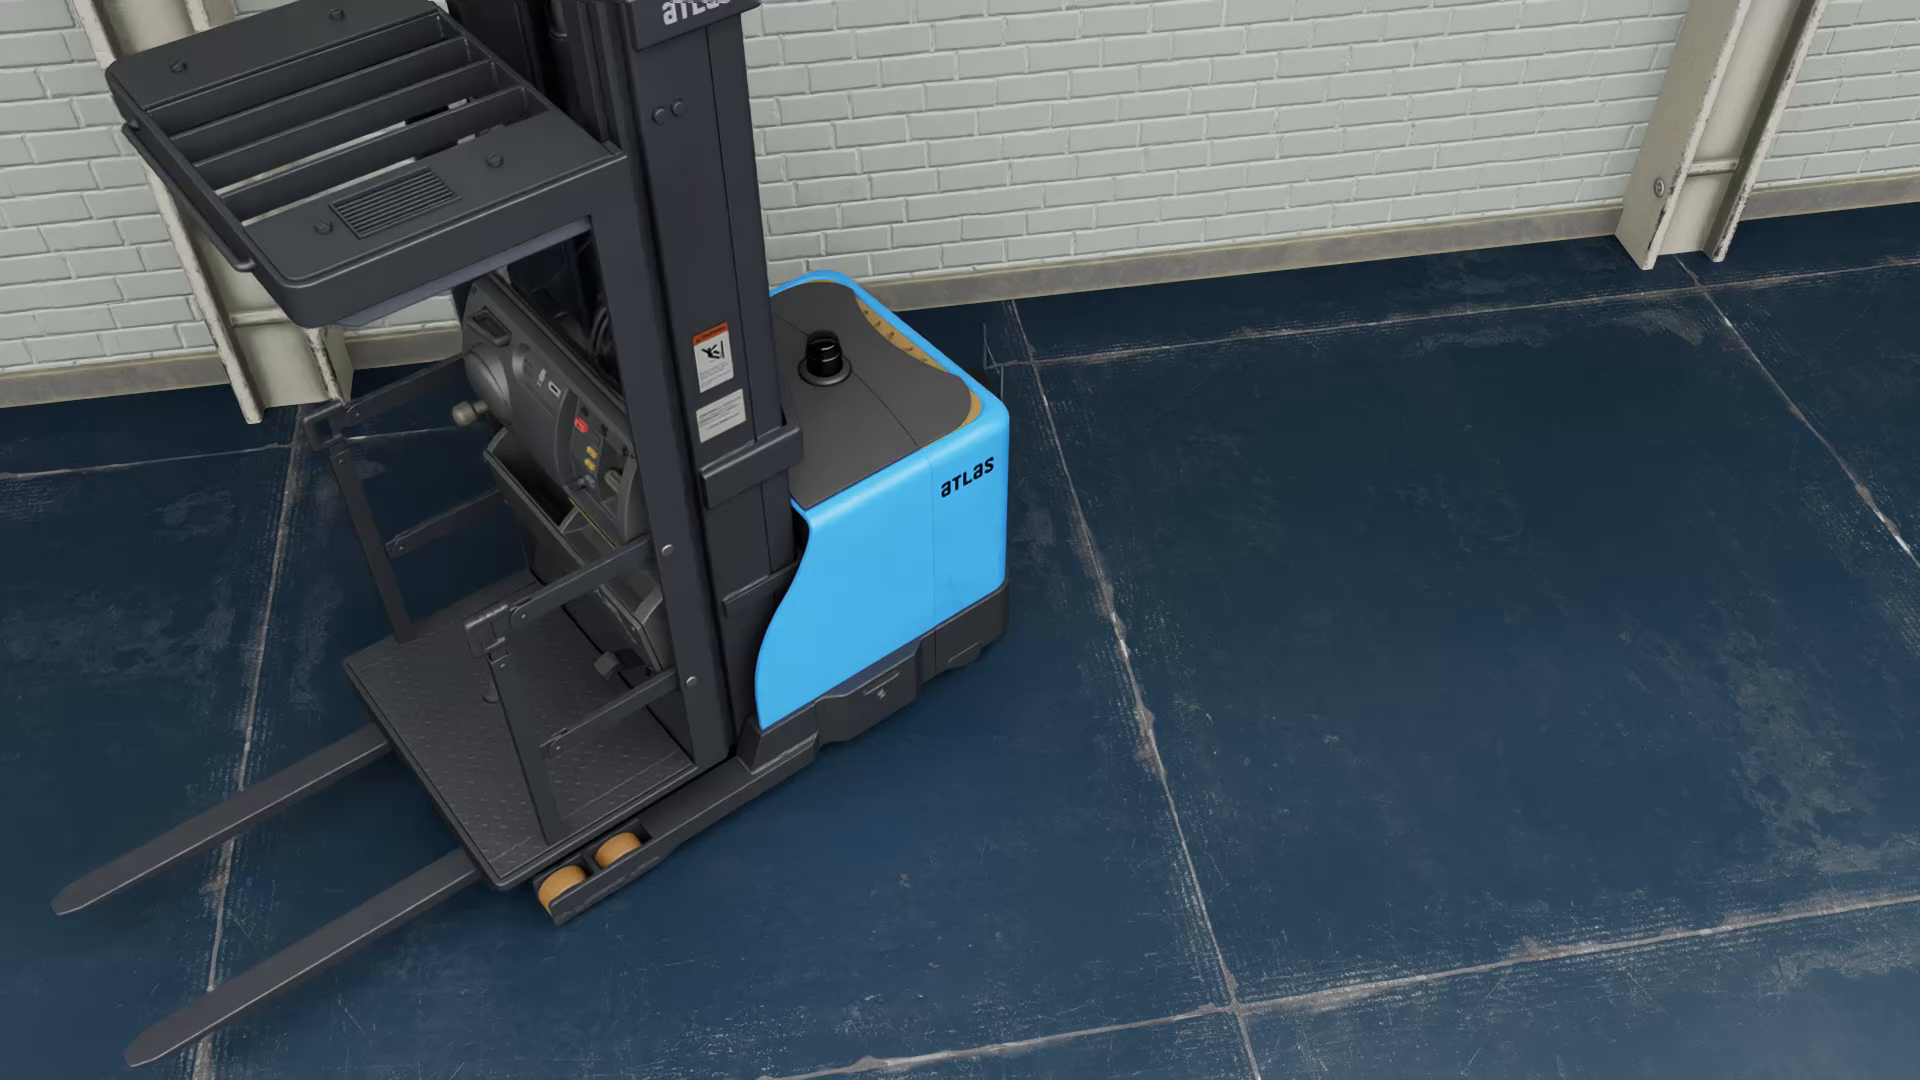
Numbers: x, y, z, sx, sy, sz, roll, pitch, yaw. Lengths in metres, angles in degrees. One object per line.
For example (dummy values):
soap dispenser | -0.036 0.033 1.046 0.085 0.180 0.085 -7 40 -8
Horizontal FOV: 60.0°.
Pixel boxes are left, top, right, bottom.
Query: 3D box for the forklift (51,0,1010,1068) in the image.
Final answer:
forklift | -1.297 -0.286 4.490 3.031 2.935 1.130 -30 53 -26

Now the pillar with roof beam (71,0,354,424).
pillar with roof beam | -1.971 -0.668 0.645 0.400 9.000 9.100 -7 46 -7

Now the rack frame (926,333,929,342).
rack frame | -0.085 -0.312 5.925 0.006 0.900 0.240 -10 47 -10

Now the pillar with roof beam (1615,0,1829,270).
pillar with roof beam | 3.941 -1.405 1.355 0.400 9.000 9.100 -7 46 -7

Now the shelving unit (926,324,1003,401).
shelving unit | 0.013 -0.330 5.943 0.210 0.900 0.258 -10 47 -10

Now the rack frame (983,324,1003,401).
rack frame | 0.112 -0.348 5.960 0.006 0.900 0.240 -10 47 -10

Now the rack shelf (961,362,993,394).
rack shelf | 0.013 -0.494 5.772 0.200 0.077 0.258 -10 47 -10
